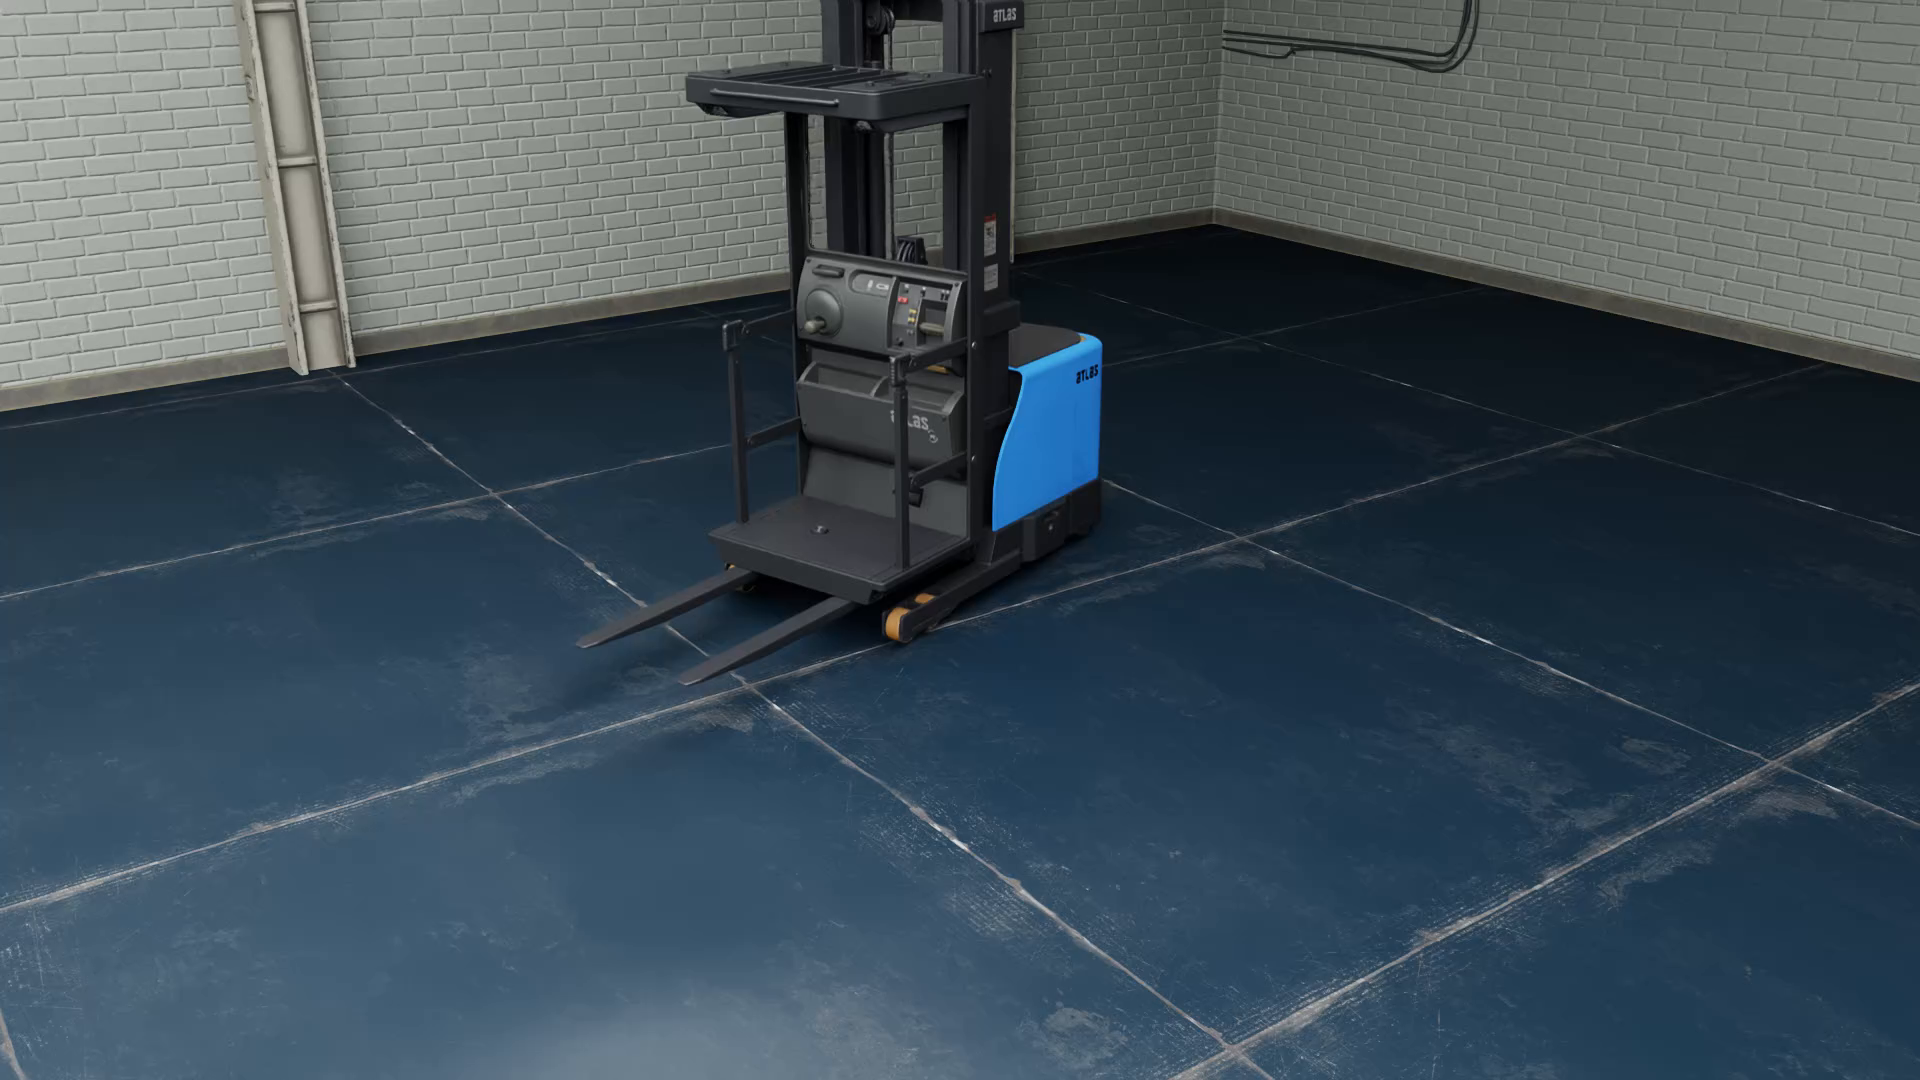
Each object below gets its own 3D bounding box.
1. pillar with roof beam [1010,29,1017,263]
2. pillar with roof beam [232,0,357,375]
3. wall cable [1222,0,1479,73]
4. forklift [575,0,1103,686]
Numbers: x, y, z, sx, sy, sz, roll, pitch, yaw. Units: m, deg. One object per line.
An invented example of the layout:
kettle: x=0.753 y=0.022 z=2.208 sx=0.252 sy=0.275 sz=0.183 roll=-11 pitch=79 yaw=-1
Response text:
pillar with roof beam: x=2.765 y=-5.444 z=10.398 sx=0.400 sy=9.000 sz=9.100 roll=-15 pitch=26 yaw=-33
pillar with roof beam: x=-2.105 y=-4.146 z=7.144 sx=0.400 sy=9.000 sz=9.100 roll=-15 pitch=26 yaw=-33
wall cable: x=3.415 y=-5.537 z=14.820 sx=0.112 sy=2.526 sz=3.097 roll=-15 pitch=26 yaw=-33
forklift: x=-0.508 y=-1.087 z=7.666 sx=1.130 sy=2.935 sz=3.031 roll=15 pitch=26 yaw=33
